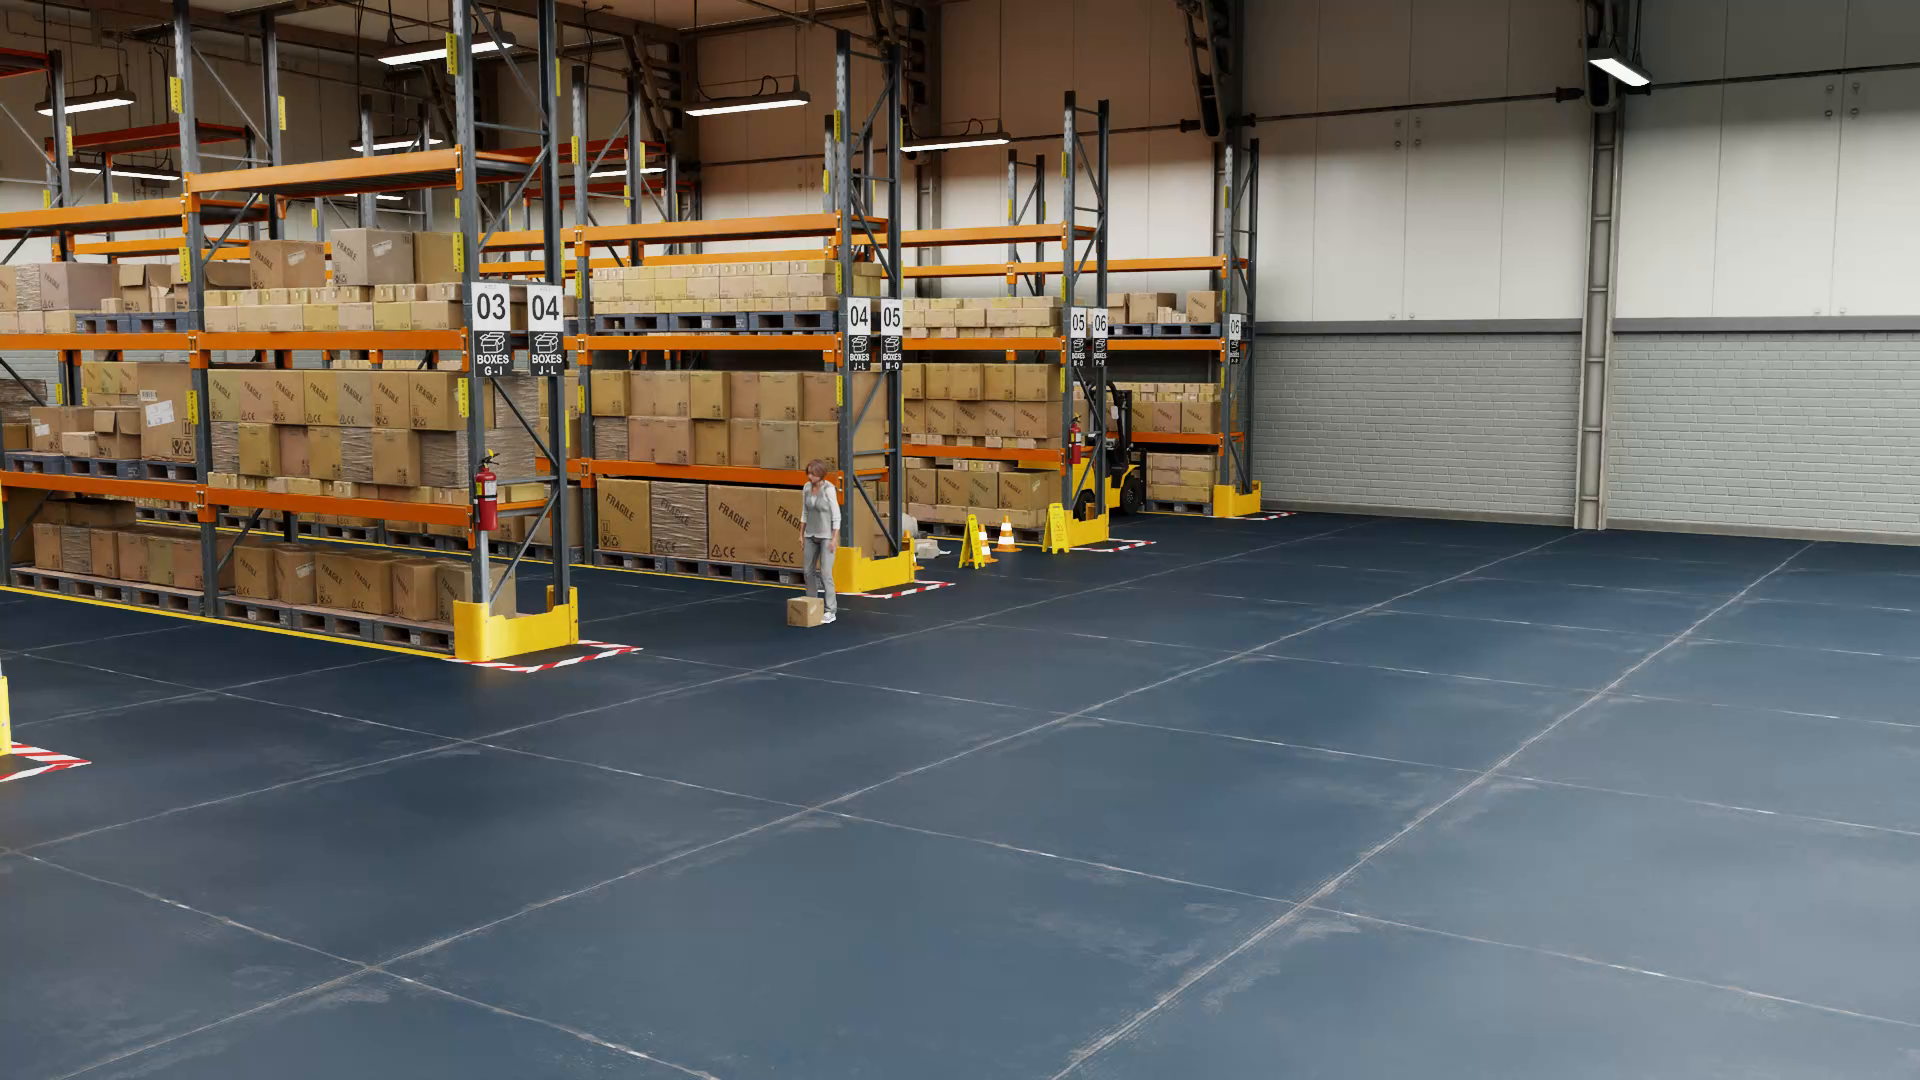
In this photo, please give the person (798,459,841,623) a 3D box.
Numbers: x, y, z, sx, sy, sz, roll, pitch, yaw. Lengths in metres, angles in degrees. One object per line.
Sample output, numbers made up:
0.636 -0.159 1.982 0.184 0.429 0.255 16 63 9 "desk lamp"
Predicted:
-1.367 0.003 16.173 0.465 1.593 0.348 4 8 33 "person"
